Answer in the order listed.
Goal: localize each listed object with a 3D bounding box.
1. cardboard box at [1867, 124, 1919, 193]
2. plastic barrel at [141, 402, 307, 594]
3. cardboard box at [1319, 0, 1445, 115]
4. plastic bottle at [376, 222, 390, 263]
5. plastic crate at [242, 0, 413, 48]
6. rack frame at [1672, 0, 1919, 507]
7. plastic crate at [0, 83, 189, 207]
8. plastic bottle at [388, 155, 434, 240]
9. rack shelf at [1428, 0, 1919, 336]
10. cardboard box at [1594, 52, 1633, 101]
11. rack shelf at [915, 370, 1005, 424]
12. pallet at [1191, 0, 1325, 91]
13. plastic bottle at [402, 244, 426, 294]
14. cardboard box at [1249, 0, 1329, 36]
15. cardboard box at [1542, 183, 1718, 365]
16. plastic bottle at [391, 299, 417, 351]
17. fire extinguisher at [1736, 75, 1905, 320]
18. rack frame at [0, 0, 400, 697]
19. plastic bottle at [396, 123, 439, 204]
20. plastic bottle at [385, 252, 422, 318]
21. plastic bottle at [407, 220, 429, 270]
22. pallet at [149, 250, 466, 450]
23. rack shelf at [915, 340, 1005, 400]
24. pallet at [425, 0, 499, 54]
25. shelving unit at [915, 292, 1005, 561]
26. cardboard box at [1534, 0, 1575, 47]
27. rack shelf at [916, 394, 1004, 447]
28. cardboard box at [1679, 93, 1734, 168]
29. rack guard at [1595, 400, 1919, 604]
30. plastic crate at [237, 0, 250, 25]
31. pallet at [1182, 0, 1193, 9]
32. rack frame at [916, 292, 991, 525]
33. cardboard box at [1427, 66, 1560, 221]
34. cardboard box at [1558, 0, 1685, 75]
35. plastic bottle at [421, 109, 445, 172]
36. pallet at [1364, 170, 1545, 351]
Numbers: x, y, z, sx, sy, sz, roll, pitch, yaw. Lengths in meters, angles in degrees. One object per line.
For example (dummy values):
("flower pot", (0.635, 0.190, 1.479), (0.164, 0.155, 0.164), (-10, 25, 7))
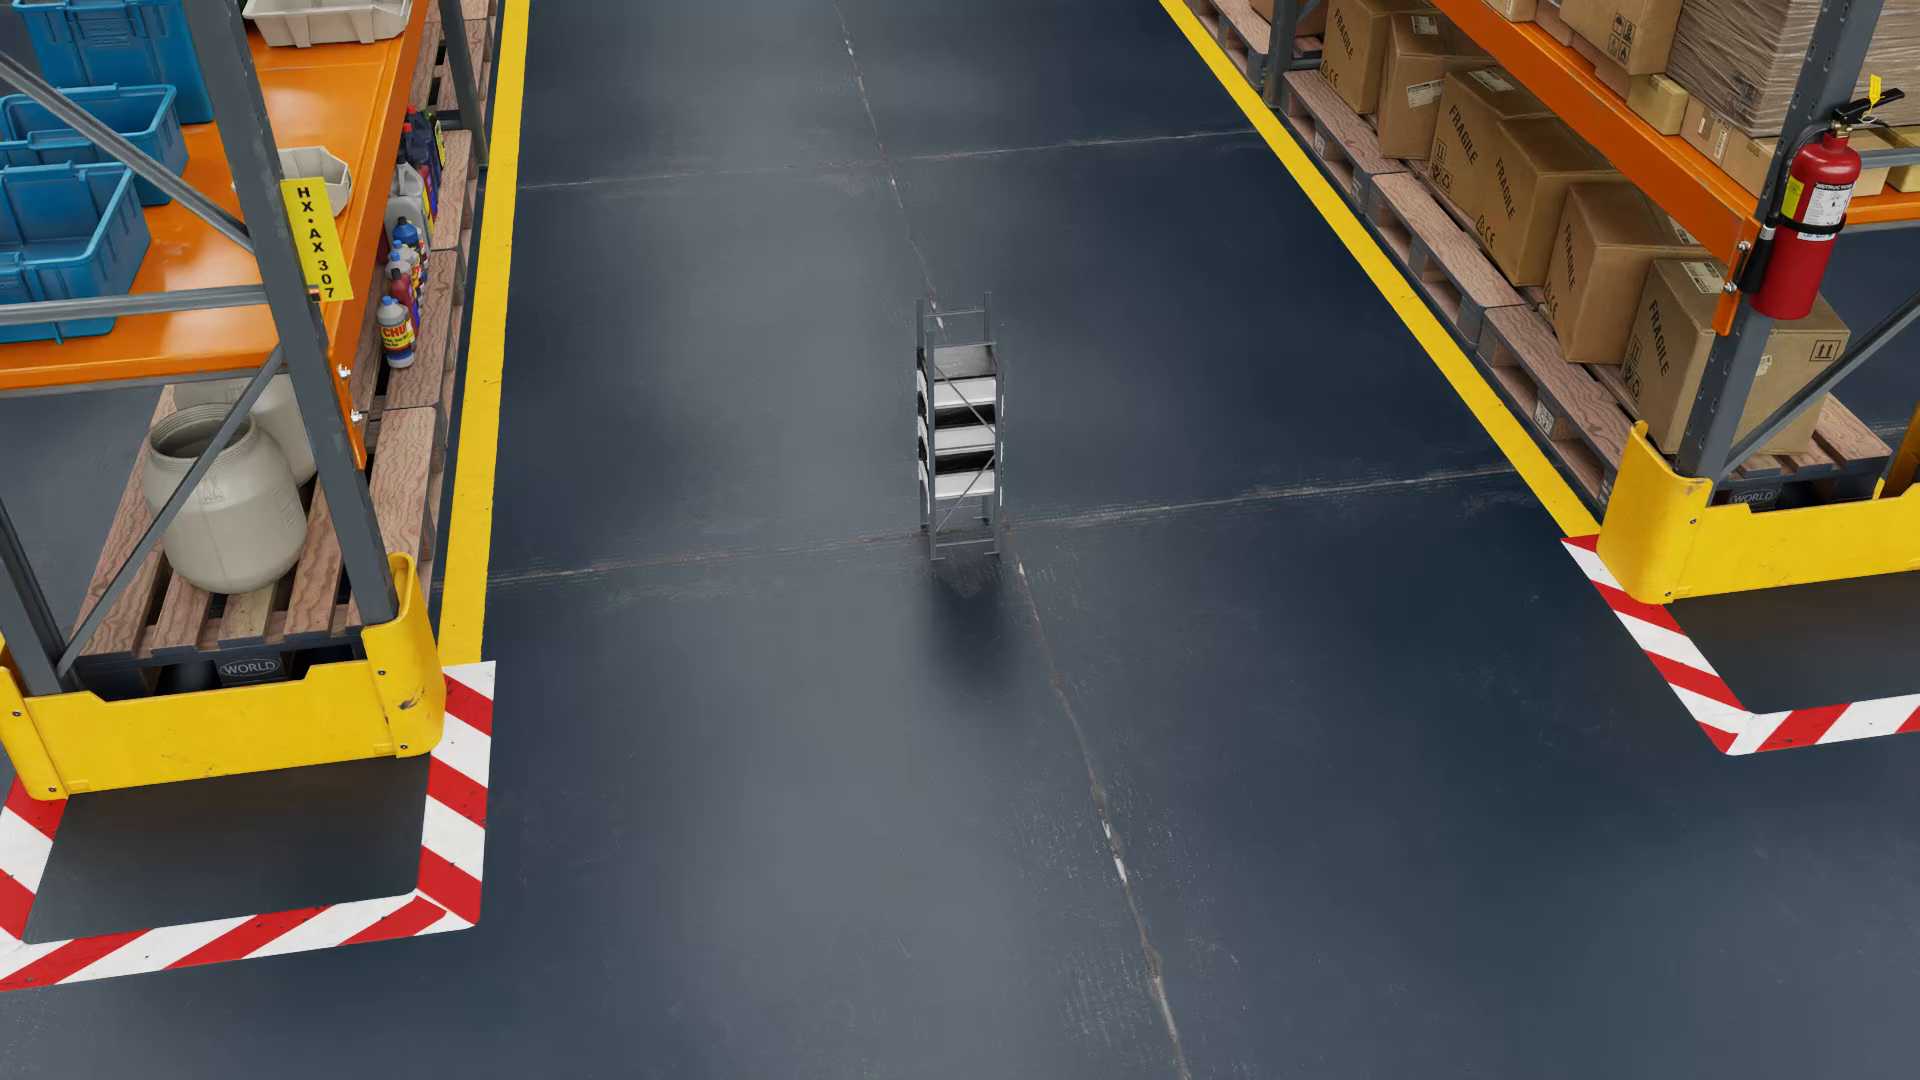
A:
("cardboard box", (2.971, -1.186, 5.036), (0.380, 0.149, 0.250), (-6, 38, -8))
("plastic barrel", (-2.281, -0.127, 5.154), (0.421, 0.512, 0.421), (0, 38, 0))
("cardboard box", (2.116, -2.436, 8.136), (0.500, 0.500, 0.500), (-7, 38, -9))
("plastic bottle", (-2.385, -1.292, 6.824), (0.061, 0.283, 0.133), (-6, 38, -8))
("plastic crate", (-2.257, -1.913, 5.982), (0.530, 0.136, 0.437), (-6, 38, -8))
("rack frame", (2.786, -1.087, 4.704), (1.000, 3.000, 0.127), (-6, 38, -8))
("plastic crate", (-2.581, -1.159, 4.917), (0.499, 0.251, 0.408), (-6, 38, -8))
("plastic bottle", (-2.304, -1.429, 6.945), (0.144, 0.351, 0.185), (-6, 38, -8))
("rack shelf", (2.436, -2.011, 6.480), (1.077, 0.370, 4.000), (-6, 38, -8))
("cardboard box", (2.367, -1.587, 5.552), (0.380, 0.149, 0.250), (-6, 38, -8))
("rack shelf", (-0.001, -0.476, 5.390), (0.258, 0.077, 0.200), (-6, 38, -8))
("pallet", (1.947, -2.872, 9.275), (1.003, 0.211, 1.213), (-6, 38, -8))
("plastic bottle", (-2.196, -1.079, 6.616), (0.097, 0.201, 0.097), (0, 38, 0))
("cardboard box", (1.998, -3.063, 8.926), (0.700, 0.500, 0.500), (-9, 39, -11))
("cardboard box", (2.555, -1.002, 6.290), (0.500, 0.500, 0.500), (3, 38, 4))
("plastic bottle", (-2.119, -0.814, 6.275), (0.097, 0.201, 0.097), (0, 38, 0))
("fire extinguisher", (2.353, -0.938, 4.575), (0.296, 0.674, 0.183), (-6, 38, -8))
("rack frame", (-2.090, -0.554, 4.018), (1.000, 3.000, 0.127), (-6, 38, -8))
("plastic bottle", (-2.361, -1.624, 7.196), (0.144, 0.351, 0.185), (-8, 39, -10))
("plastic bottle", (-2.161, -0.986, 6.440), (0.097, 0.271, 0.097), (0, 38, 0))
("plastic bottle", (-2.232, -1.203, 6.776), (0.097, 0.201, 0.097), (0, 38, 0))
("pallet", (-2.497, -0.721, 6.505), (1.003, 0.211, 1.213), (-6, 38, -8))
("rack shelf", (-0.001, -0.547, 5.335), (0.258, 0.077, 0.200), (-6, 38, -8))
("pallet", (-3.184, -3.078, 9.540), (1.003, 0.211, 1.213), (-6, 38, -8))
("shelving unit", (-0.001, -0.360, 5.480), (0.258, 0.900, 0.210), (-6, 38, -8))
("cardboard box", (2.298, -1.891, 5.944), (0.380, 0.149, 0.250), (-6, 38, -8))
("rack shelf", (-0.001, -0.405, 5.445), (0.258, 0.077, 0.200), (-6, 38, -8))
("cardboard box", (2.490, -1.289, 5.169), (0.380, 0.149, 0.250), (-6, 38, -8))
("rack guard", (2.773, -0.146, 5.530), (1.175, 0.500, 0.348), (-6, 38, -8))
("plastic crate", (-2.831, -2.036, 6.099), (0.450, 0.188, 0.662), (-6, 38, -8))
("pallet", (1.730, -3.610, 10.225), (1.003, 0.211, 1.213), (-6, 38, -8))
("rack frame", (-0.019, -0.422, 5.559), (0.240, 0.900, 0.006), (-6, 38, -8))
("cardboard box", (2.410, -1.724, 7.220), (0.500, 0.500, 0.500), (-9, 39, -12))
("cardboard box", (2.511, -1.868, 5.386), (0.875, 0.500, 0.500), (-6, 38, -8))
("plastic bottle", (-2.382, -1.816, 7.498), (0.061, 0.283, 0.133), (-4, 38, -6))
("pallet", (2.455, -1.262, 7.202), (1.003, 0.211, 1.213), (-6, 38, -8))
